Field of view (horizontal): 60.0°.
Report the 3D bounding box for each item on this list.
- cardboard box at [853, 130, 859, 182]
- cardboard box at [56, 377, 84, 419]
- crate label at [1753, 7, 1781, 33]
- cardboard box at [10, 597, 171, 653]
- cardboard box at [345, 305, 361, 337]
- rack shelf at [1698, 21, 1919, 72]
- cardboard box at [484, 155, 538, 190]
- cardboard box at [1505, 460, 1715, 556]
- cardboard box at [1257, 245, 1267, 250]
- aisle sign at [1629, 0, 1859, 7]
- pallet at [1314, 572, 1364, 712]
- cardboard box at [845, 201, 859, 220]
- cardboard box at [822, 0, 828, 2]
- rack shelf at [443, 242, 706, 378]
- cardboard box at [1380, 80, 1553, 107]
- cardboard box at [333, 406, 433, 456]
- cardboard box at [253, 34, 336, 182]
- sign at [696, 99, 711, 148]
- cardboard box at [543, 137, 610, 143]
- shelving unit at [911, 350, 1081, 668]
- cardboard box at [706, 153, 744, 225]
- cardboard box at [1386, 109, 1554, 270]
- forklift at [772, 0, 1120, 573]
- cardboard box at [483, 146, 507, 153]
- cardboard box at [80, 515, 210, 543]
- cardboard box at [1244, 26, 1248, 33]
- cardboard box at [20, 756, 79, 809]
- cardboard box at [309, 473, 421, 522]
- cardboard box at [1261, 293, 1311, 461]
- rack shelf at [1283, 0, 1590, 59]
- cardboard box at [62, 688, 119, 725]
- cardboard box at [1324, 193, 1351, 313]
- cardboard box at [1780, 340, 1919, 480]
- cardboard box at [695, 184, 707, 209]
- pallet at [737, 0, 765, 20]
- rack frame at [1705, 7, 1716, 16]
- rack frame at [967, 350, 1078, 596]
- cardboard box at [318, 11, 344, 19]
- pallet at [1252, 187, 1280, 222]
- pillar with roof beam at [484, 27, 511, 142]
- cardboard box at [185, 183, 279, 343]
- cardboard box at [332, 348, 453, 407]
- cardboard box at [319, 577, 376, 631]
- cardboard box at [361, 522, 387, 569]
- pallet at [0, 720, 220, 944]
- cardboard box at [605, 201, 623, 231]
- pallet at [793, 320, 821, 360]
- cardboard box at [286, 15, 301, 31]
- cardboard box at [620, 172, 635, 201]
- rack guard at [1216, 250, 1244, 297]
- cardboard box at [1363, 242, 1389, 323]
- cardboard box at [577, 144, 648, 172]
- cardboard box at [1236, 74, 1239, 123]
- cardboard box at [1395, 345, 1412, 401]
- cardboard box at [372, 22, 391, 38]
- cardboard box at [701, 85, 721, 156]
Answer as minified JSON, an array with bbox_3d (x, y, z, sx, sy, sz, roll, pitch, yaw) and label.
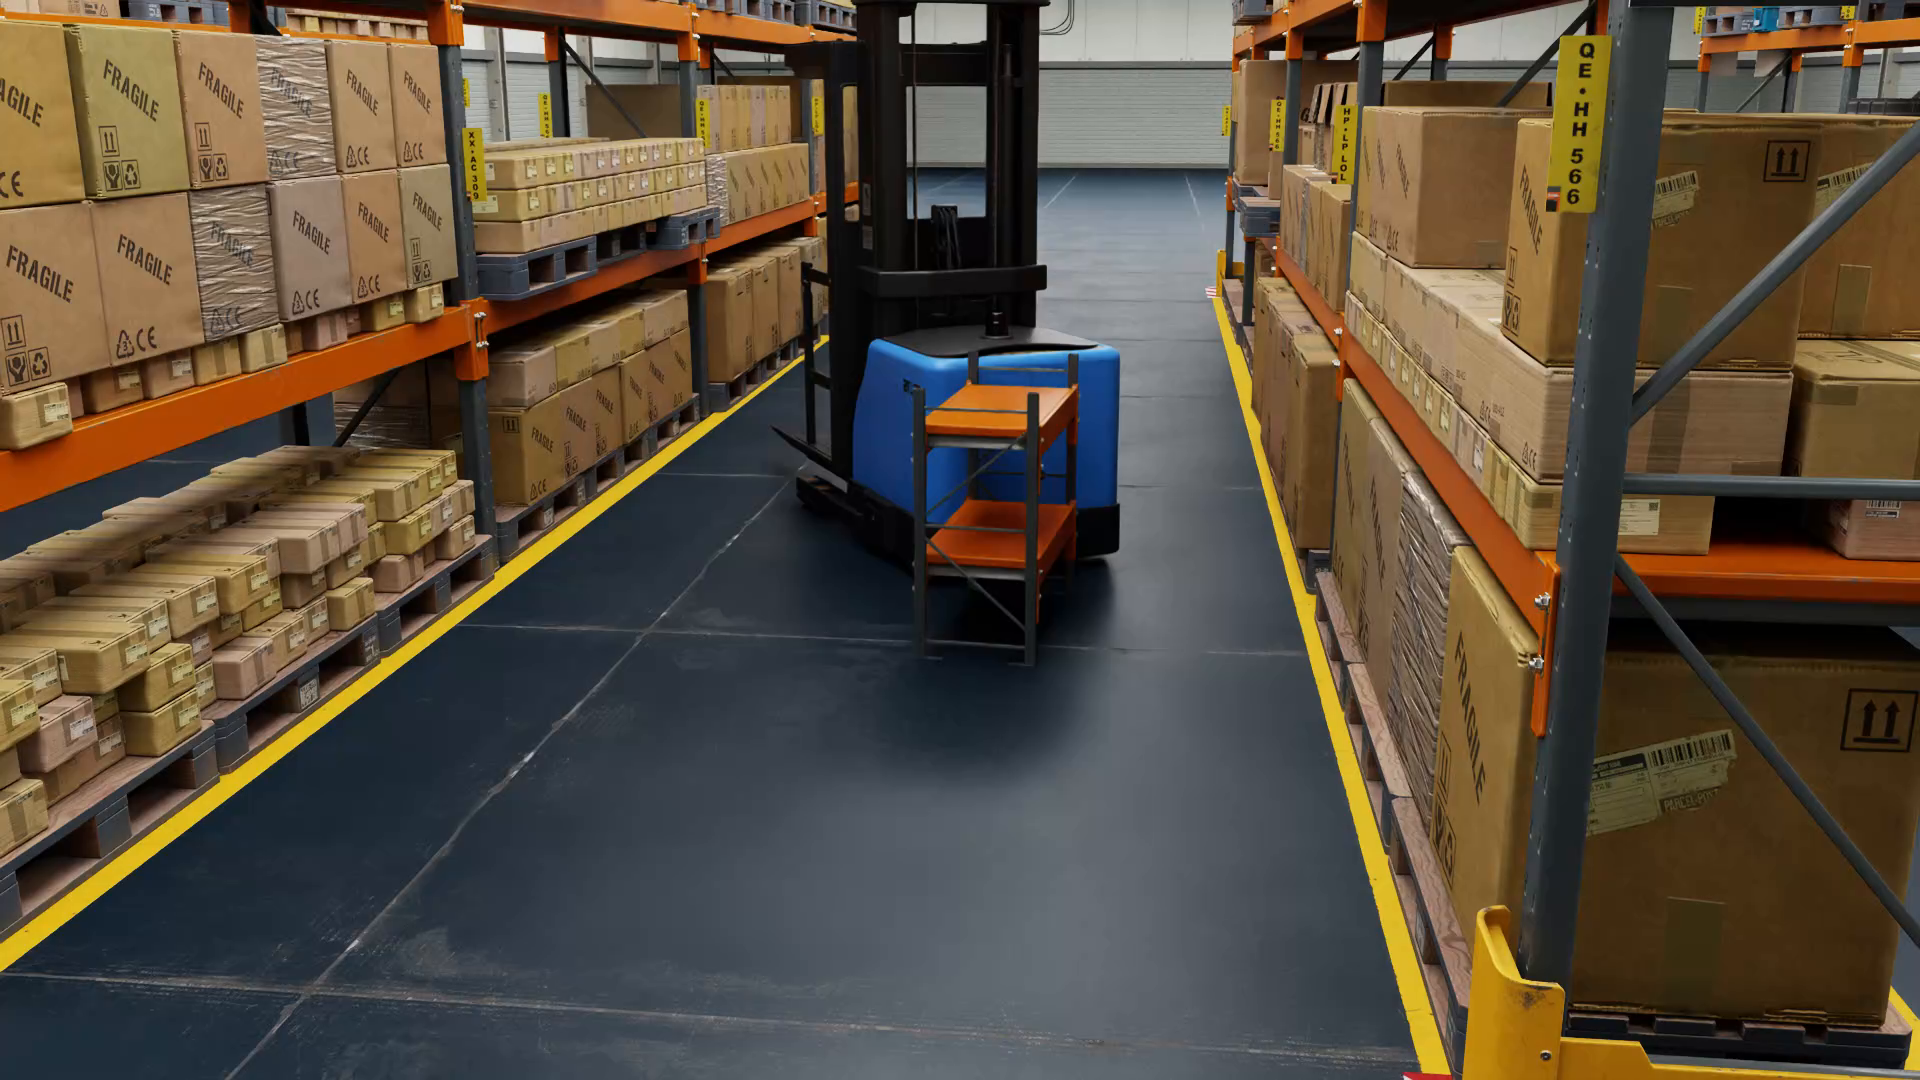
[{"bbox_3d":[-1.436,-4.247,18.335,0.875,0.550,0.550,2,15,6],"label":"cardboard box"},{"bbox_3d":[-2.878,-0.426,4.971,0.380,0.149,0.250,2,15,9],"label":"cardboard box"},{"bbox_3d":[7.900,-4.998,15.937,0.502,0.251,0.408,2,15,6],"label":"crate label"},{"bbox_3d":[-2.794,0.291,5.356,0.380,0.149,0.250,1,15,4],"label":"cardboard box"},{"bbox_3d":[-2.660,-0.899,6.720,0.380,0.149,0.250,1,15,5],"label":"cardboard box"},{"bbox_3d":[8.214,-4.679,15.852,1.077,0.370,4.000,2,15,6],"label":"rack shelf"},{"bbox_3d":[-2.251,-1.760,7.963,0.380,0.149,0.250,2,15,9],"label":"cardboard box"},{"bbox_3d":[1.426,-0.074,3.671,0.380,0.149,0.250,2,15,7],"label":"cardboard box"},{"bbox_3d":[3.308,-2.760,17.107,0.500,0.500,0.500,3,15,11],"label":"cardboard box"},{"bbox_3d":[1.406,-1.339,2.886,0.394,0.787,0.004,2,15,6],"label":"aisle sign"},{"bbox_3d":[2.000,0.410,6.741,1.003,0.211,1.213,2,15,6],"label":"pallet"},{"bbox_3d":[-1.507,-3.187,17.966,0.875,0.875,0.875,1,15,5],"label":"cardboard box"},{"bbox_3d":[-1.444,-5.107,15.543,0.380,0.149,0.250,2,15,6],"label":"cardboard box"},{"bbox_3d":[-2.527,-1.475,9.747,1.077,0.370,4.000,2,15,6],"label":"rack shelf"},{"bbox_3d":[2.228,-1.829,7.567,0.797,0.503,0.637,1,15,5],"label":"cardboard box"},{"bbox_3d":[-2.920,-0.499,8.744,0.500,0.500,0.500,1,15,5],"label":"cardboard box"},{"bbox_3d":[-2.662,-1.581,6.087,0.500,0.500,0.500,2,15,8],"label":"cardboard box"},{"bbox_3d":[-1.761,-2.848,11.381,0.100,0.325,0.005,2,15,6],"label":"sign"},{"bbox_3d":[-2.547,-2.594,11.046,0.380,0.149,0.250,2,15,6],"label":"cardboard box"},{"bbox_3d":[0.173,-0.171,7.141,0.538,1.125,1.048,3,15,12],"label":"shelving unit"},{"bbox_3d":[-1.928,-2.629,12.448,0.500,0.500,0.500,2,15,6],"label":"cardboard box"},{"bbox_3d":[1.739,-1.185,5.578,0.500,0.500,0.500,1,15,4],"label":"cardboard box"},{"bbox_3d":[-0.270,-1.595,8.944,1.130,2.935,3.031,-7,16,-23],"label":"forklift"},{"bbox_3d":[-2.754,-2.120,9.292,0.380,0.149,0.250,1,15,4],"label":"cardboard box"},{"bbox_3d":[-3.132,0.008,6.403,0.380,0.149,0.250,1,15,4],"label":"cardboard box"},{"bbox_3d":[2.980,-4.975,15.854,0.500,0.250,0.500,2,15,6],"label":"cardboard box"},{"bbox_3d":[-2.879,0.711,4.943,0.380,0.149,0.250,2,15,6],"label":"cardboard box"},{"bbox_3d":[-2.545,-0.185,7.116,0.380,0.149,0.250,2,15,6],"label":"cardboard box"},{"bbox_3d":[2.409,-0.936,9.643,1.225,0.875,0.875,2,15,6],"label":"cardboard box"},{"bbox_3d":[2.390,-2.750,8.719,1.077,0.370,4.000,2,15,6],"label":"rack shelf"},{"bbox_3d":[-2.863,0.500,5.152,0.380,0.149,0.250,2,15,7],"label":"cardboard box"},{"bbox_3d":[1.945,-1.309,7.563,0.500,0.500,0.500,2,15,6],"label":"cardboard box"},{"bbox_3d":[2.035,-0.281,3.673,0.500,0.250,0.500,1,15,5],"label":"cardboard box"},{"bbox_3d":[-1.900,-2.281,11.027,0.380,0.149,0.250,2,15,7],"label":"cardboard box"},{"bbox_3d":[-2.158,-4.156,12.901,1.003,0.211,1.213,2,15,9],"label":"pallet"},{"bbox_3d":[8.439,-6.993,17.285,1.000,3.000,0.127,2,15,6],"label":"rack frame"},{"bbox_3d":[0.283,-0.301,7.620,0.500,1.125,0.032,3,15,12],"label":"rack frame"},{"bbox_3d":[-6.409,-5.257,16.328,0.500,0.250,0.500,2,15,6],"label":"cardboard box"},{"bbox_3d":[2.798,-2.590,12.863,1.003,0.211,1.213,2,15,6],"label":"pallet"},{"bbox_3d":[-5.927,-11.964,35.668,9.100,9.000,0.400,2,15,6],"label":"pillar with roof beam"},{"bbox_3d":[-2.725,-0.965,5.721,0.500,0.500,0.500,1,15,5],"label":"cardboard box"},{"bbox_3d":[-2.920,-0.862,8.651,0.500,0.250,0.500,1,15,5],"label":"cardboard box"},{"bbox_3d":[-2.575,0.250,6.646,0.380,0.149,0.250,2,15,6],"label":"cardboard box"},{"bbox_3d":[-2.629,0.020,6.927,0.380,0.149,0.250,2,15,7],"label":"cardboard box"},{"bbox_3d":[-3.069,0.851,5.111,1.003,0.211,1.213,2,15,6],"label":"pallet"},{"bbox_3d":[-2.109,-1.812,9.294,0.380,0.149,0.250,1,15,5],"label":"cardboard box"},{"bbox_3d":[-1.862,-1.830,15.024,1.003,0.211,1.213,2,15,6],"label":"pallet"},{"bbox_3d":[-6.498,-4.899,15.767,0.380,0.149,0.250,1,15,5],"label":"cardboard box"},{"bbox_3d":[-2.077,-2.023,9.502,0.380,0.149,0.250,1,15,5],"label":"cardboard box"},{"bbox_3d":[3.510,-3.017,18.861,1.175,0.500,0.348,2,15,6],"label":"rack guard"},{"bbox_3d":[1.790,-0.959,6.180,0.500,0.250,0.500,2,15,6],"label":"cardboard box"},{"bbox_3d":[-2.049,-2.233,9.712,0.380,0.149,0.250,2,15,9],"label":"cardboard box"},{"bbox_3d":[3.016,-4.394,16.489,0.500,0.500,0.500,2,15,6],"label":"cardboard box"},{"bbox_3d":[1.626,-0.538,5.388,0.380,0.149,0.250,1,15,5],"label":"cardboard box"},{"bbox_3d":[-6.220,-5.361,17.478,0.380,0.149,0.250,2,15,6],"label":"cardboard box"},{"bbox_3d":[-2.185,-3.119,12.343,0.700,0.500,0.500,1,15,5],"label":"cardboard box"}]
